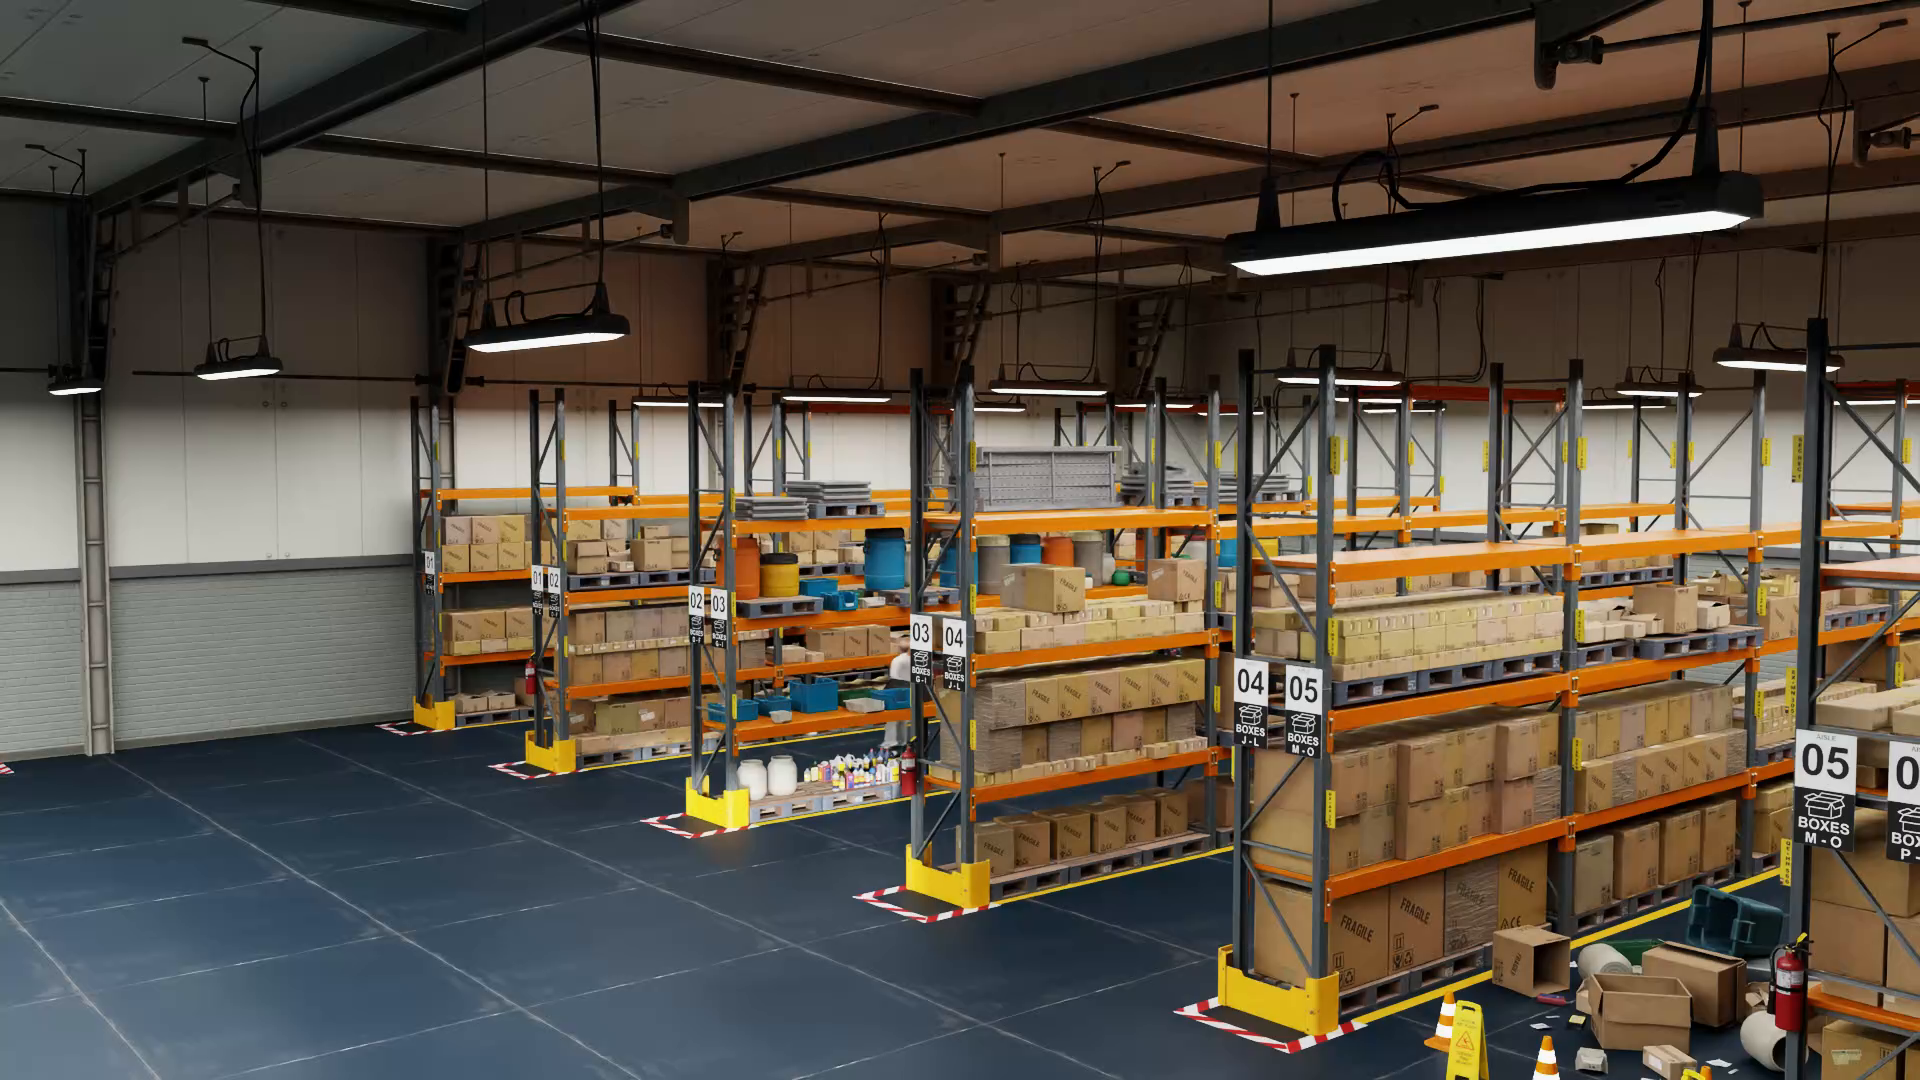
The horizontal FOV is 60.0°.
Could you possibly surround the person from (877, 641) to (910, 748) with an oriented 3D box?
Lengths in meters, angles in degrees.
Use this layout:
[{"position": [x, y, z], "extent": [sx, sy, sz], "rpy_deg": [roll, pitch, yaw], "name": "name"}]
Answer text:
[{"position": [-1.066, 2.622, 28.224], "extent": [0.394, 1.824, 0.672], "rpy_deg": [2, 4, 36], "name": "person"}]
